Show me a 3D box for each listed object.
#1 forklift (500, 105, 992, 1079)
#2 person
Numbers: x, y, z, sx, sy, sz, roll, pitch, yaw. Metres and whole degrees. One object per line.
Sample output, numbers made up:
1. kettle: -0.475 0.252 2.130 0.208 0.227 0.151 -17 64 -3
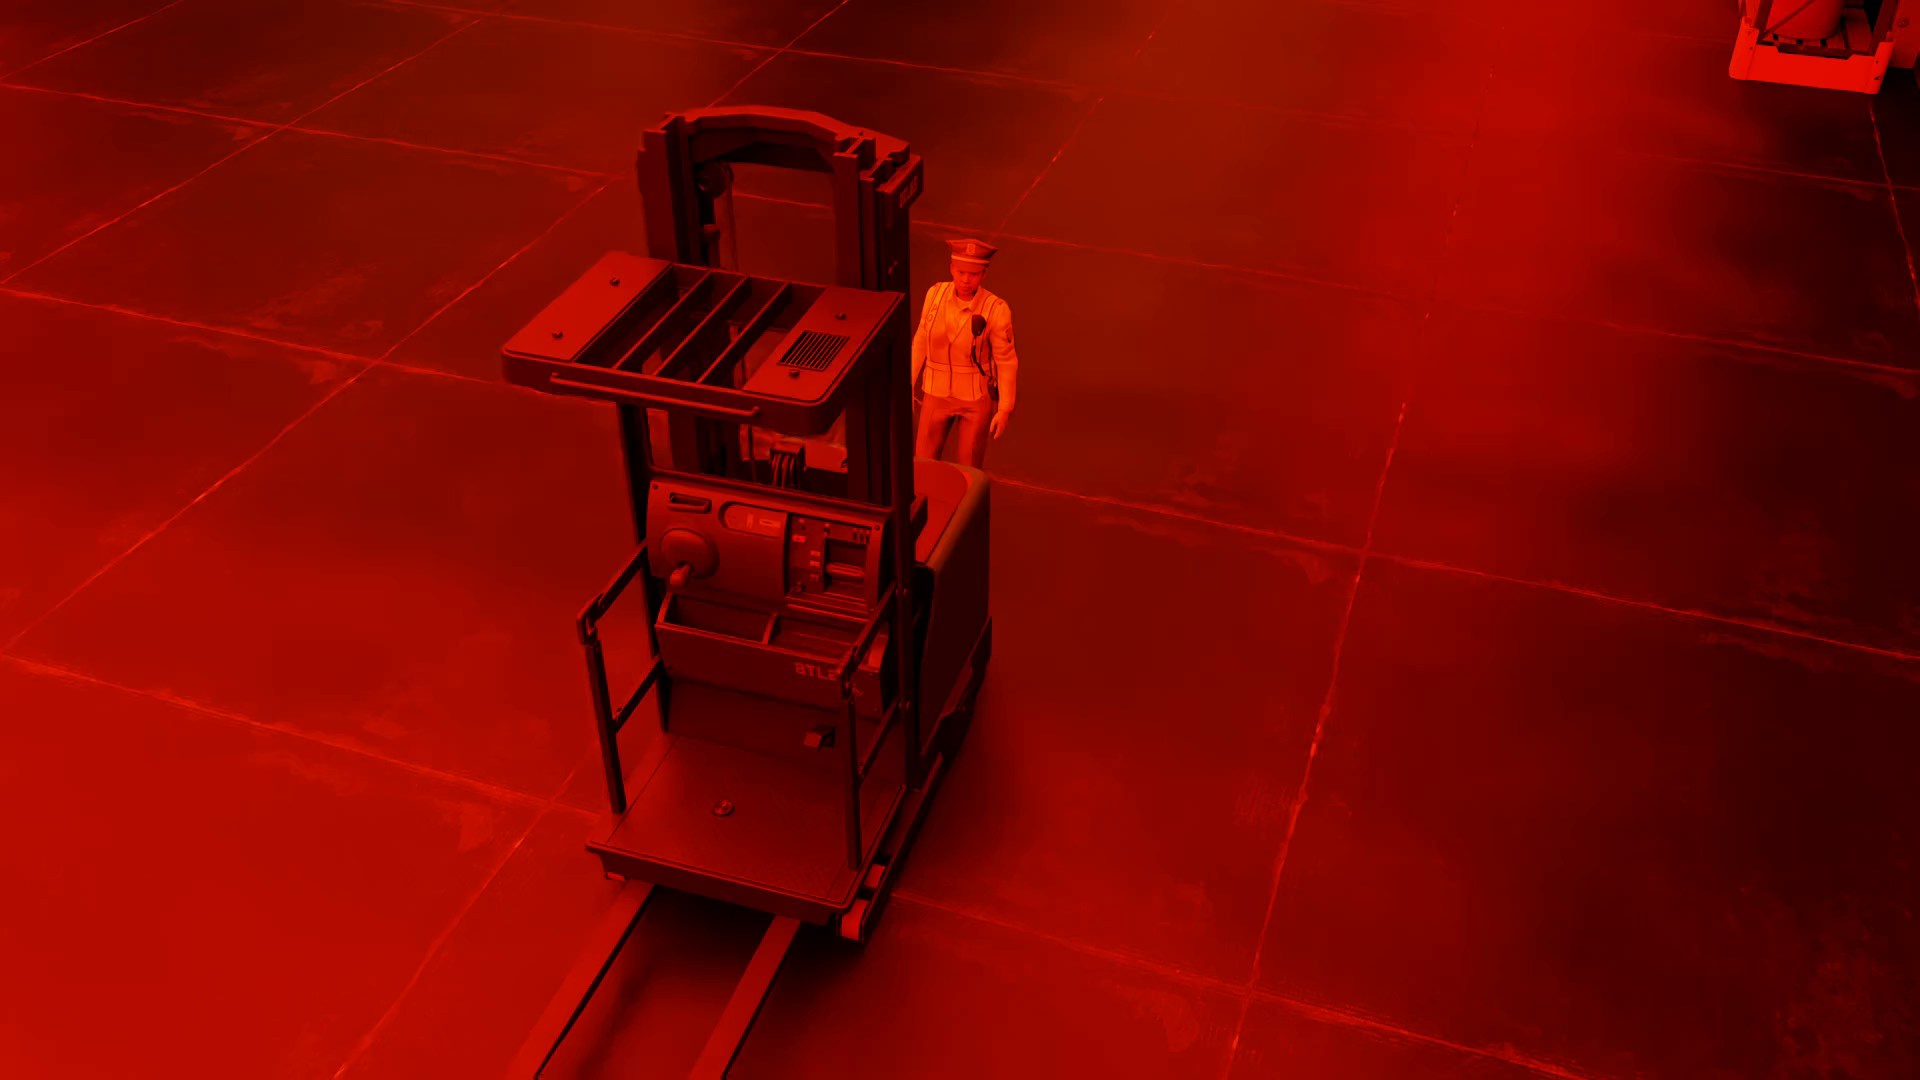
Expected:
1. forklift: -0.787 0.096 5.976 1.130 2.935 3.031 10 37 14
2. person: -0.029 -0.661 8.100 0.587 1.695 0.531 12 37 16
